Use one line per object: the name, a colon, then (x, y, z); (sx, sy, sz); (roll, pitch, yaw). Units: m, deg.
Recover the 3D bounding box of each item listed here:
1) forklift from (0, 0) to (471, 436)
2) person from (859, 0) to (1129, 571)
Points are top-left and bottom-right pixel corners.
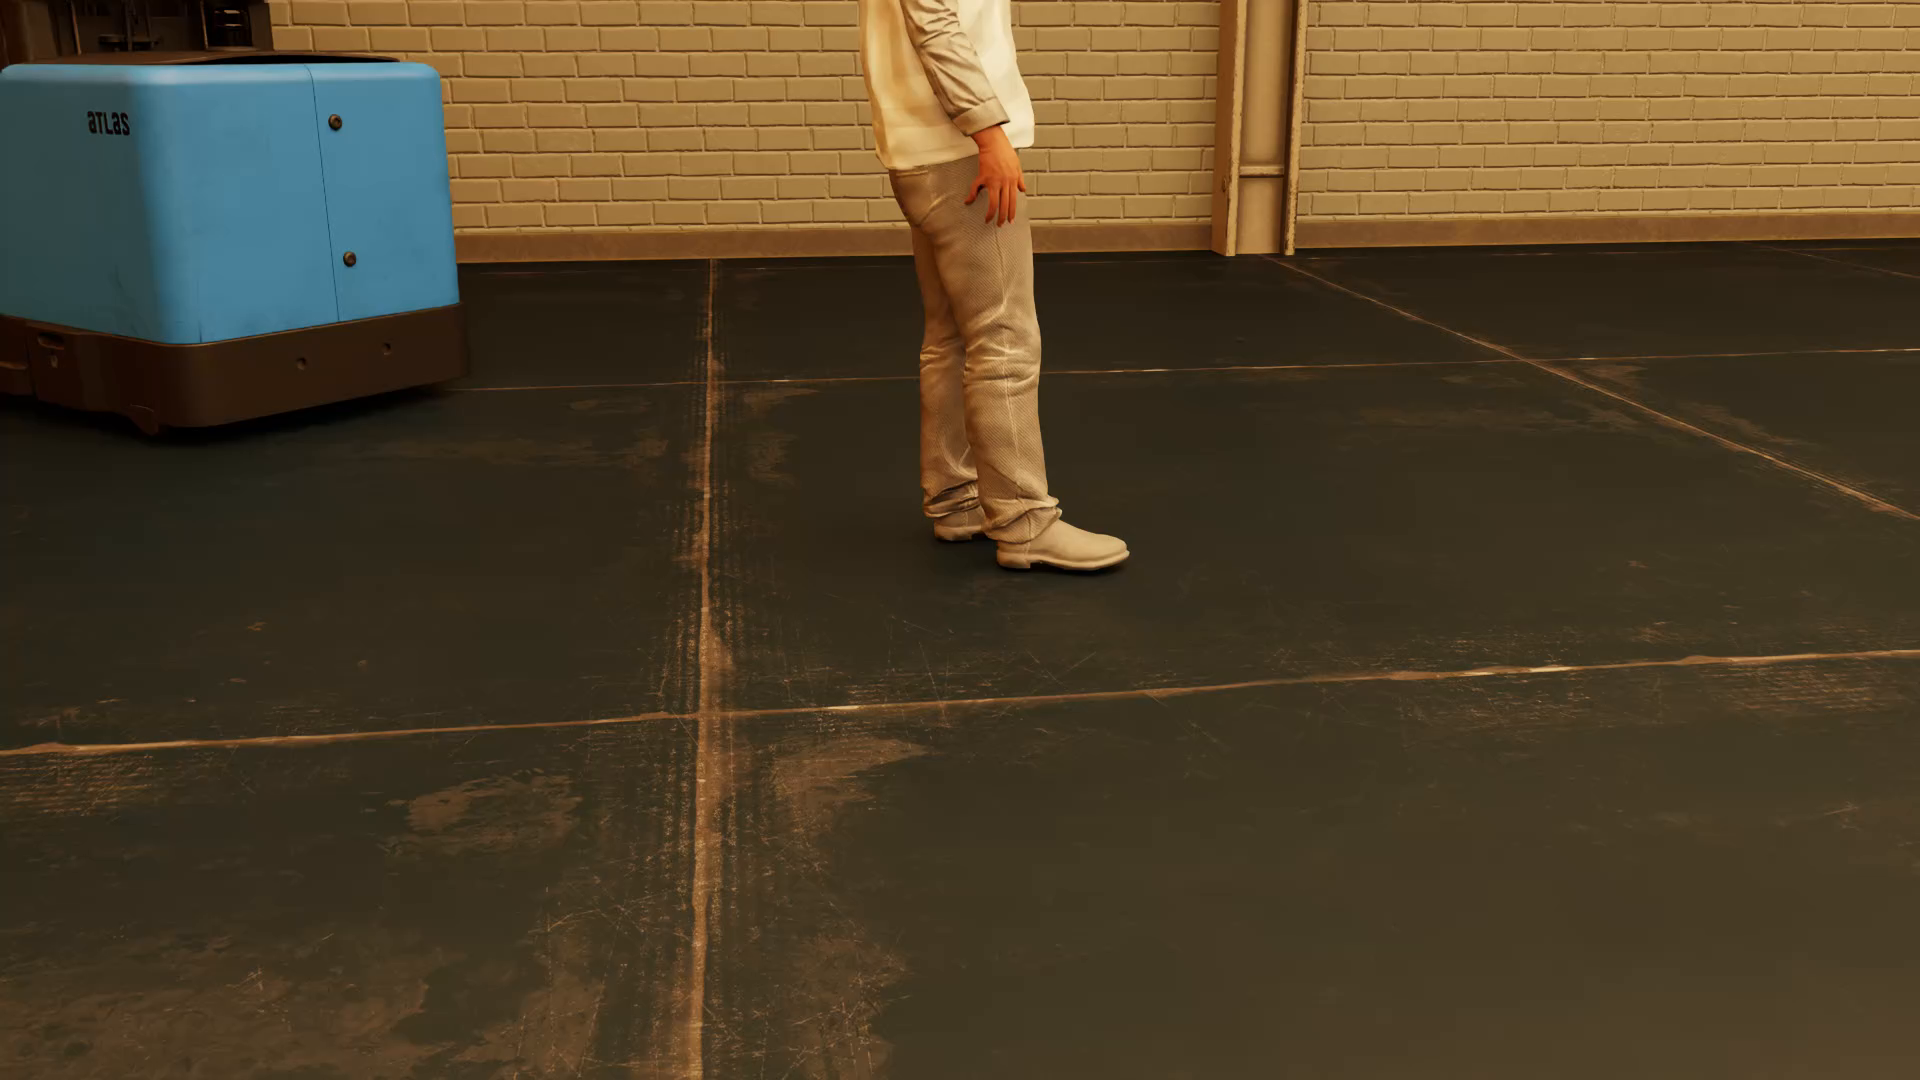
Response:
forklift: (-3.133, -2.020, 5.589); (3.031, 2.935, 1.130); (11, 20, 33)
person: (0.063, -0.857, 3.709); (0.568, 1.774, 0.633); (-2, 17, -8)
